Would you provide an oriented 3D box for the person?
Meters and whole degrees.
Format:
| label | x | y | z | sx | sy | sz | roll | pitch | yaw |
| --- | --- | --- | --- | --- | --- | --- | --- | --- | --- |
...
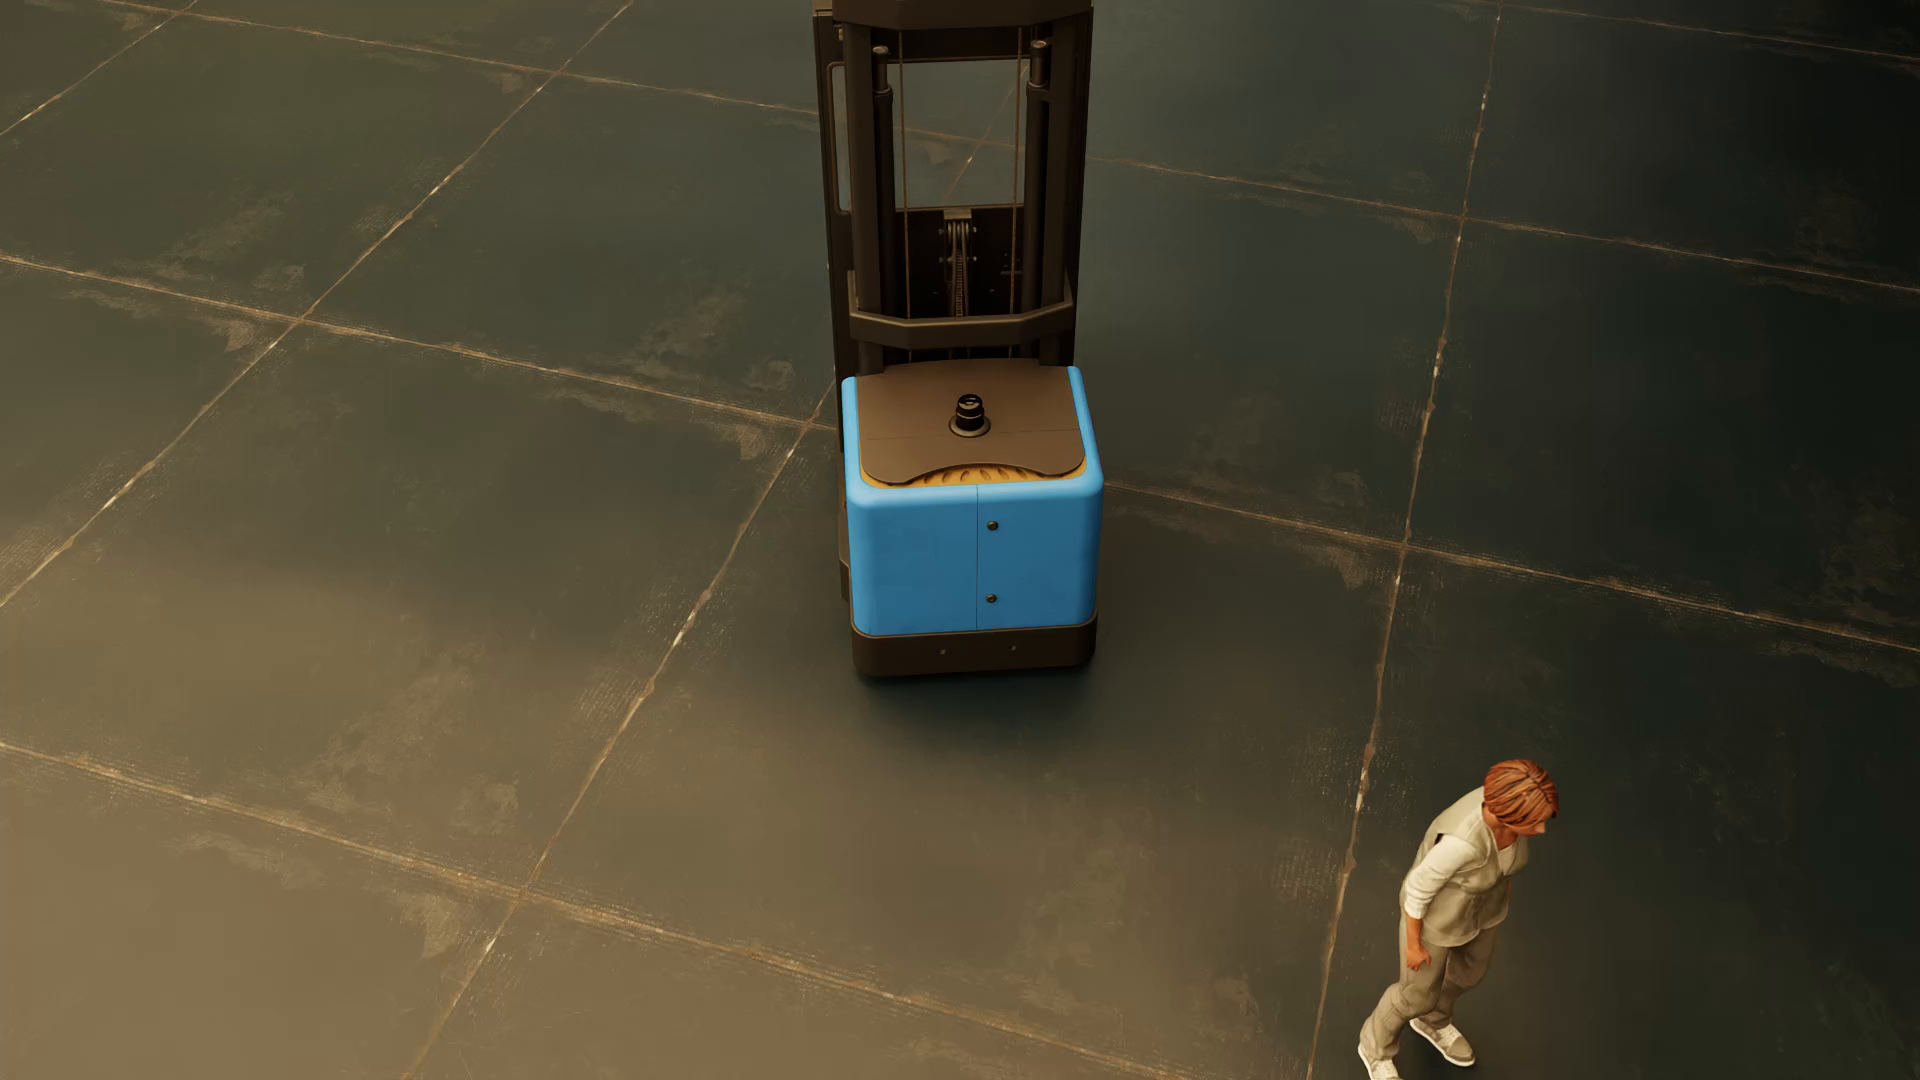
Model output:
| label | x | y | z | sx | sy | sz | roll | pitch | yaw |
| --- | --- | --- | --- | --- | --- | --- | --- | --- | --- |
| person | 1.601 | 1.218 | 5.366 | 0.459 | 1.591 | 0.345 | -22 | 47 | -22 |

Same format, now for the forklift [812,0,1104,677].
| label | x | y | z | sx | sy | sz | roll | pitch | yaw |
| --- | --- | --- | --- | --- | --- | --- | --- | --- | --- |
| forklift | -0.048 | -1.486 | 7.287 | 1.130 | 2.935 | 3.031 | -3 | 43 | -3 |
